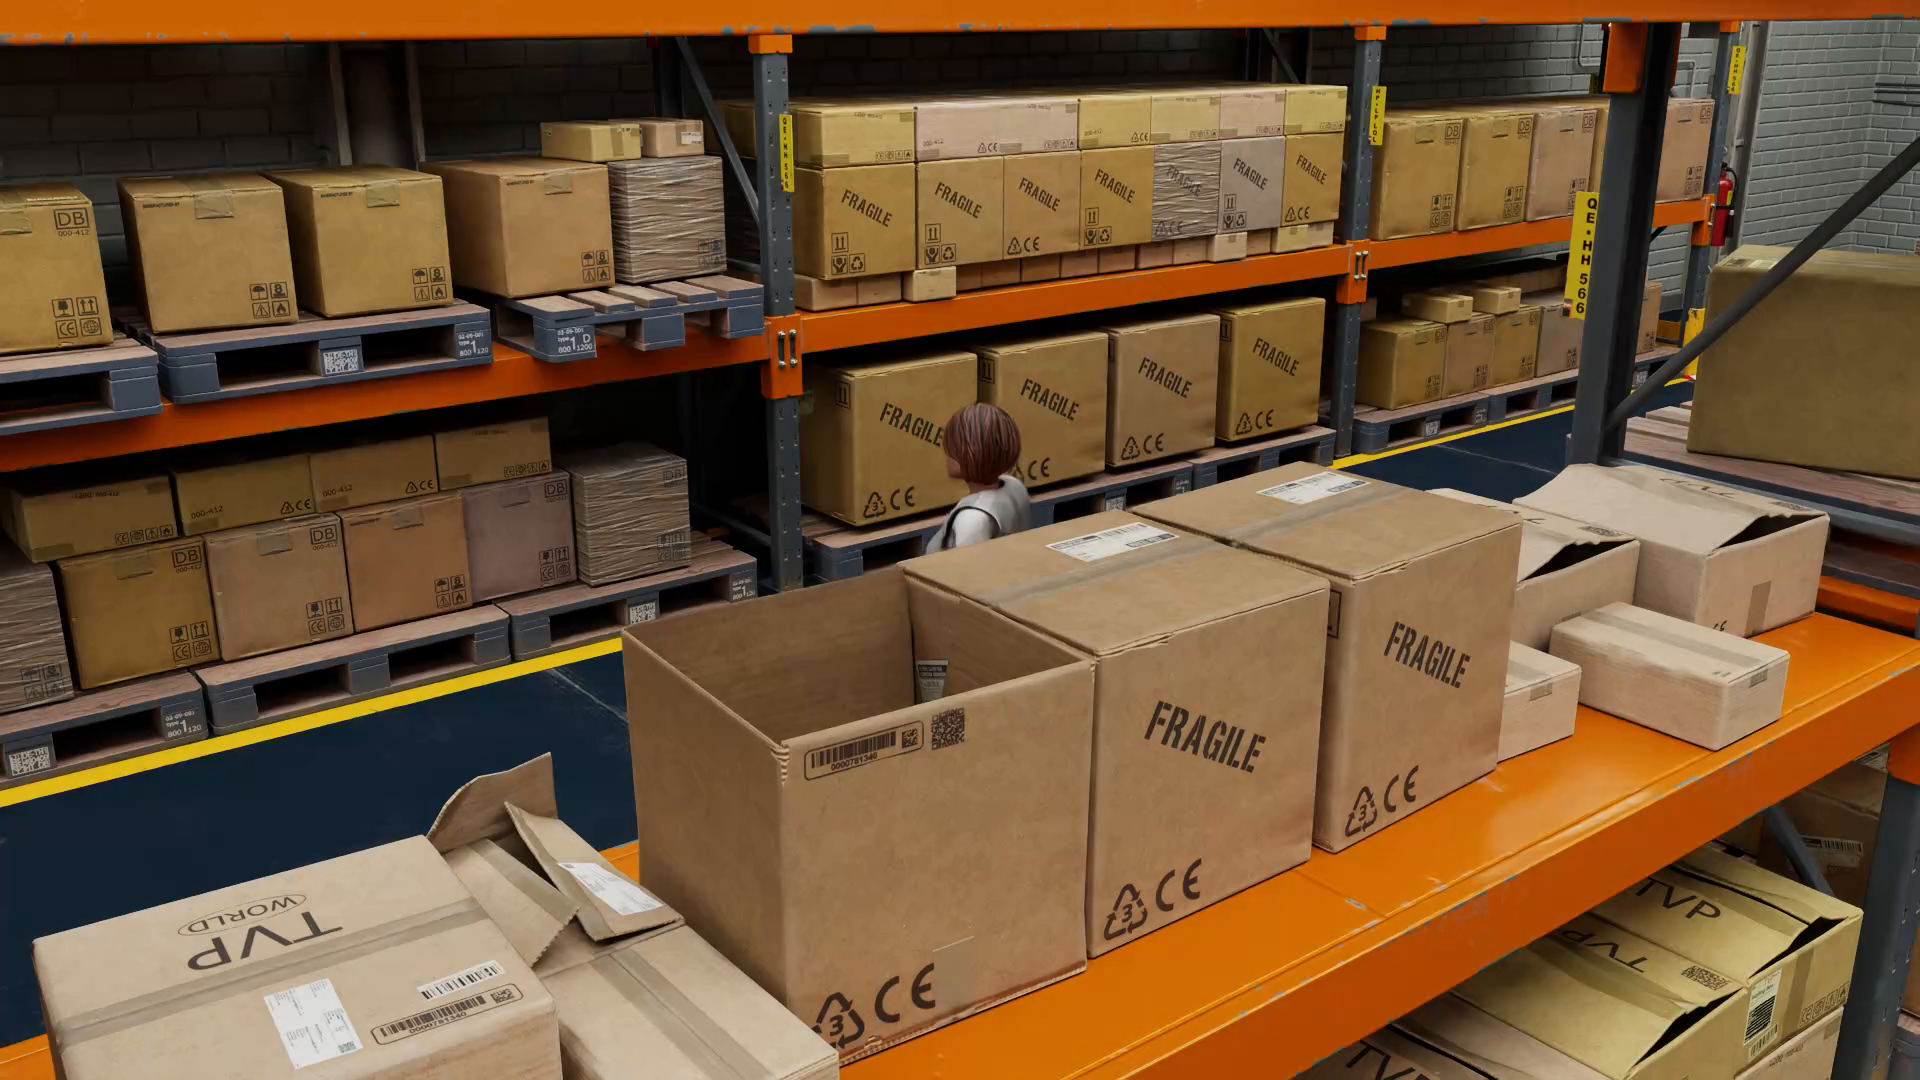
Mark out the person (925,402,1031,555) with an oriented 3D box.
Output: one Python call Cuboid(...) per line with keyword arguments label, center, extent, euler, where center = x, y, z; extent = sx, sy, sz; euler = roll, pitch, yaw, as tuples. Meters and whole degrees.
Cuboid(label="person", center=(0.017, 0.363, 4.904), extent=(0.565, 1.590, 0.547), euler=(5, 19, 14))
